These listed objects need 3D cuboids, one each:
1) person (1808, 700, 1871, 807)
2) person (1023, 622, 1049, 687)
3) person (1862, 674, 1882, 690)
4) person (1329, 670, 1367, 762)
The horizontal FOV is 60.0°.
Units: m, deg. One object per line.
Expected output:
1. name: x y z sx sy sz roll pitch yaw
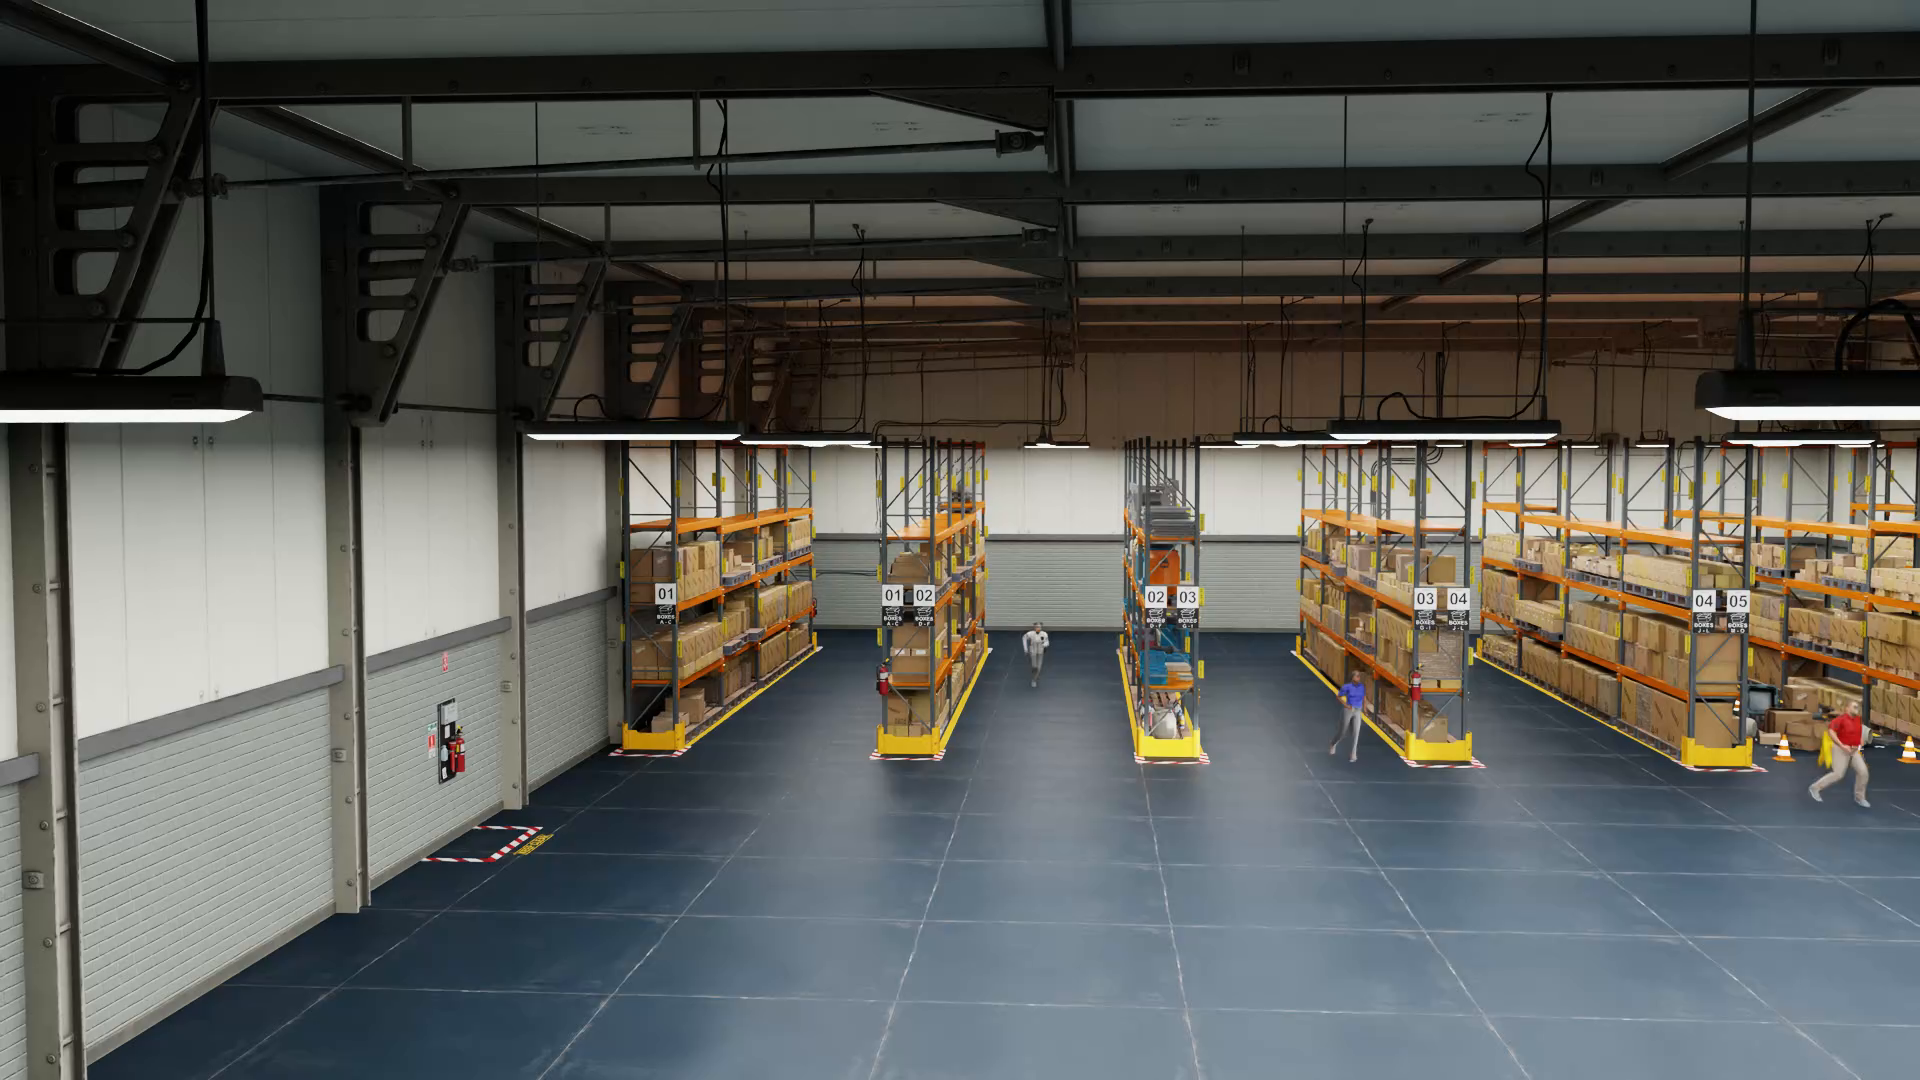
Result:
1. person: 14.318 3.462 26.919 0.897 1.737 0.706 -2 3 -29
2. person: 1.852 2.767 40.296 0.602 1.612 0.689 -1 3 -10
3. person: 21.043 2.827 38.218 0.671 1.772 0.798 0 3 -4
4. person: 7.293 3.244 30.907 0.666 1.636 0.920 0 3 -8
